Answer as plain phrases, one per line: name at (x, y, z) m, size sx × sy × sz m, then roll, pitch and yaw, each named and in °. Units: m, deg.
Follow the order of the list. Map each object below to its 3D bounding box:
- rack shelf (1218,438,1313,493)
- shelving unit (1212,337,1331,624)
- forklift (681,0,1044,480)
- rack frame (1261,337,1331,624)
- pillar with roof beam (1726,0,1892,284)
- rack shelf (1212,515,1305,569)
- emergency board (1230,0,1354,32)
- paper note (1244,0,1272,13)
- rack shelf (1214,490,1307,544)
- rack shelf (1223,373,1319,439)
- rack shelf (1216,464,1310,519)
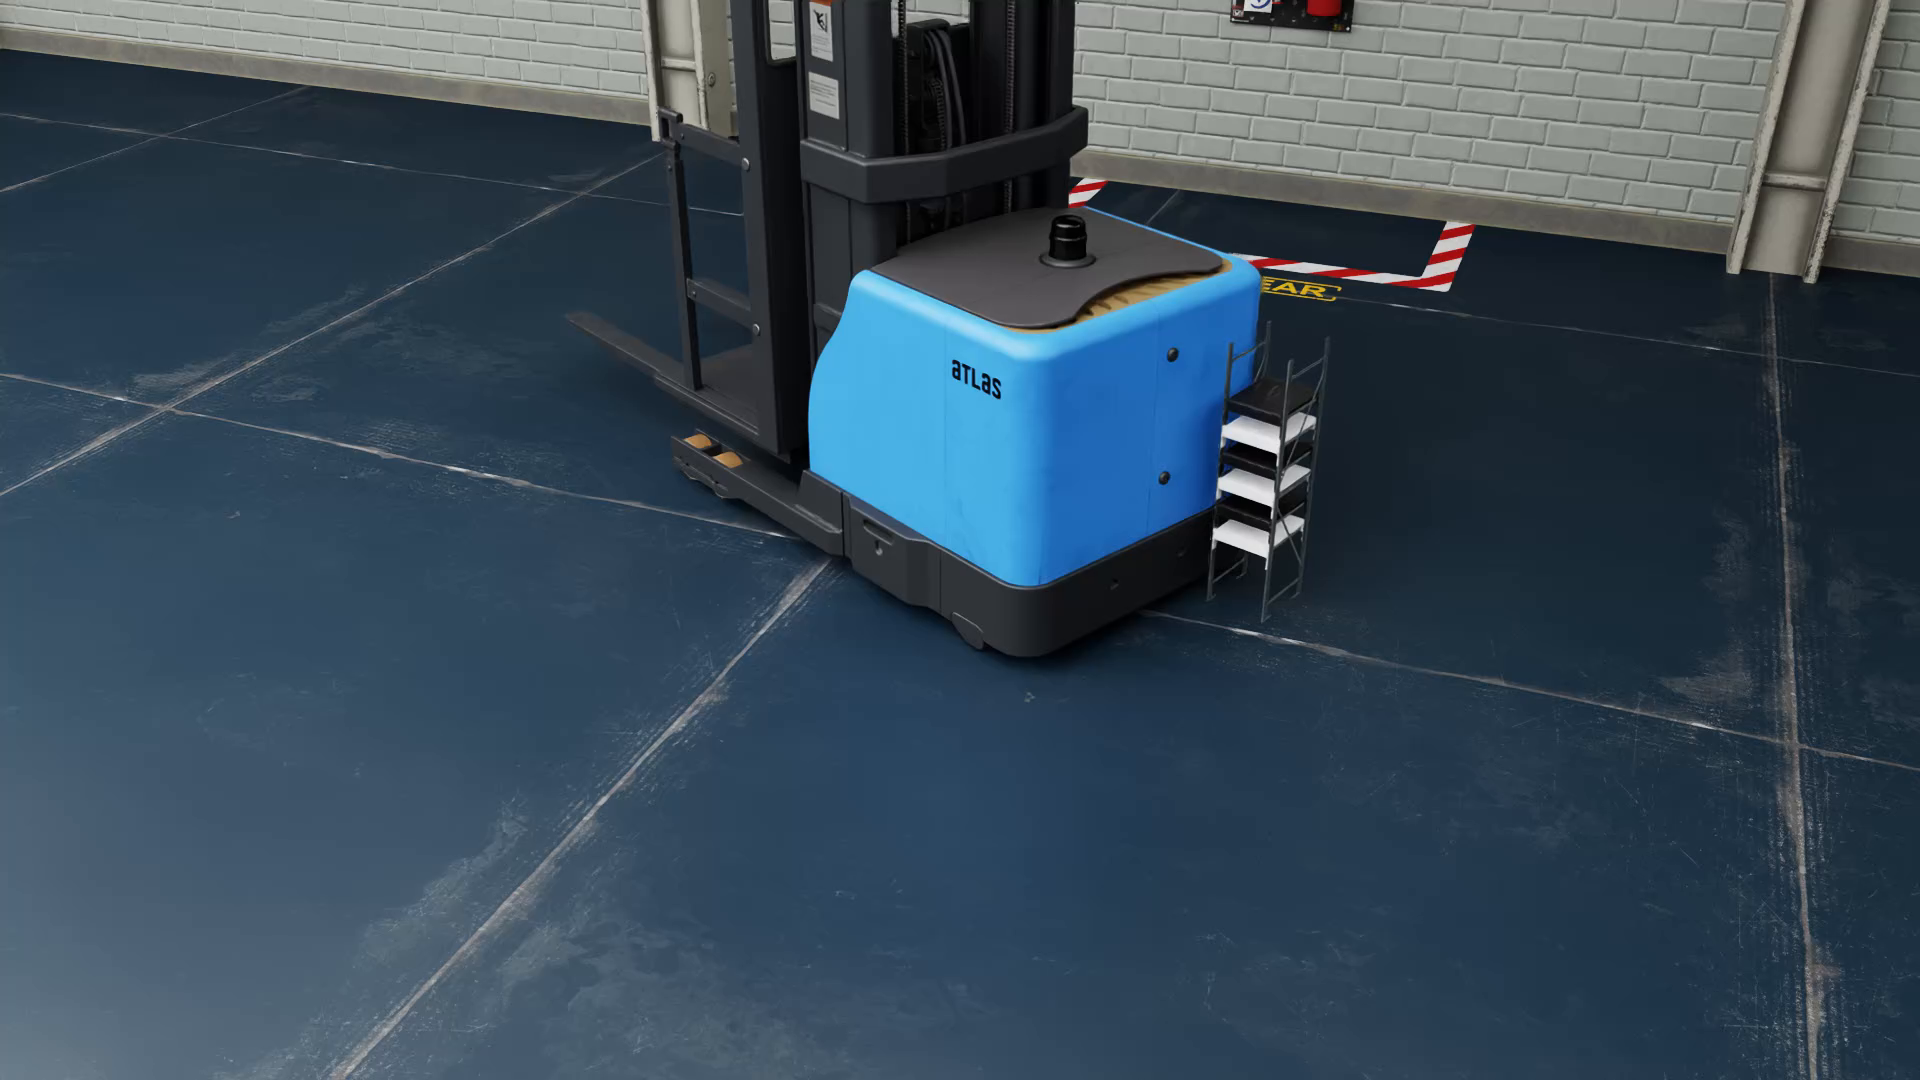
rack shelf at (0.957, -0.254, 5.170) m, size 0.200 × 0.077 × 0.258 m, roll 22°, pitch 36°, yaw 34°
shelving unit at (-8.251, -2.495, 9.255) m, size 20.334 × 0.900 × 7.532 m, roll 22°, pitch 36°, yaw 34°
forklift at (-0.407, -1.572, 5.552) m, size 1.121 × 2.935 × 3.031 m, roll -23°, pitch 37°, yaw -35°
rack frame at (1.035, -0.173, 5.141) m, size 0.006 × 0.900 × 0.240 m, roll 22°, pitch 36°, yaw 34°
pillar with roof beam at (2.328, -3.280, 2.408) m, size 0.400 × 9.000 × 9.100 m, roll 11°, pitch 31°, yaw 19°
rack shelf at (-8.253, -2.224, 9.409) m, size 20.329 × 0.274 × 7.532 m, roll 22°, pitch 36°, yaw 34°
emergency board at (1.671, -3.106, 8.197) m, size 0.643 × 1.169 × 0.194 m, roll 11°, pitch 31°, yaw 19°
paper note at (1.533, -2.787, 8.527) m, size 0.142 × 0.148 × 0.016 m, roll 11°, pitch 31°, yaw 19°
rack shelf at (0.957, -0.097, 5.258) m, size 0.200 × 0.077 × 0.258 m, roll 22°, pitch 36°, yaw 34°
rack shelf at (0.957, -0.411, 5.081) m, size 0.200 × 0.077 × 0.258 m, roll 22°, pitch 36°, yaw 34°
rack shelf at (0.957, -0.176, 5.214) m, size 0.200 × 0.077 × 0.258 m, roll 22°, pitch 36°, yaw 34°
